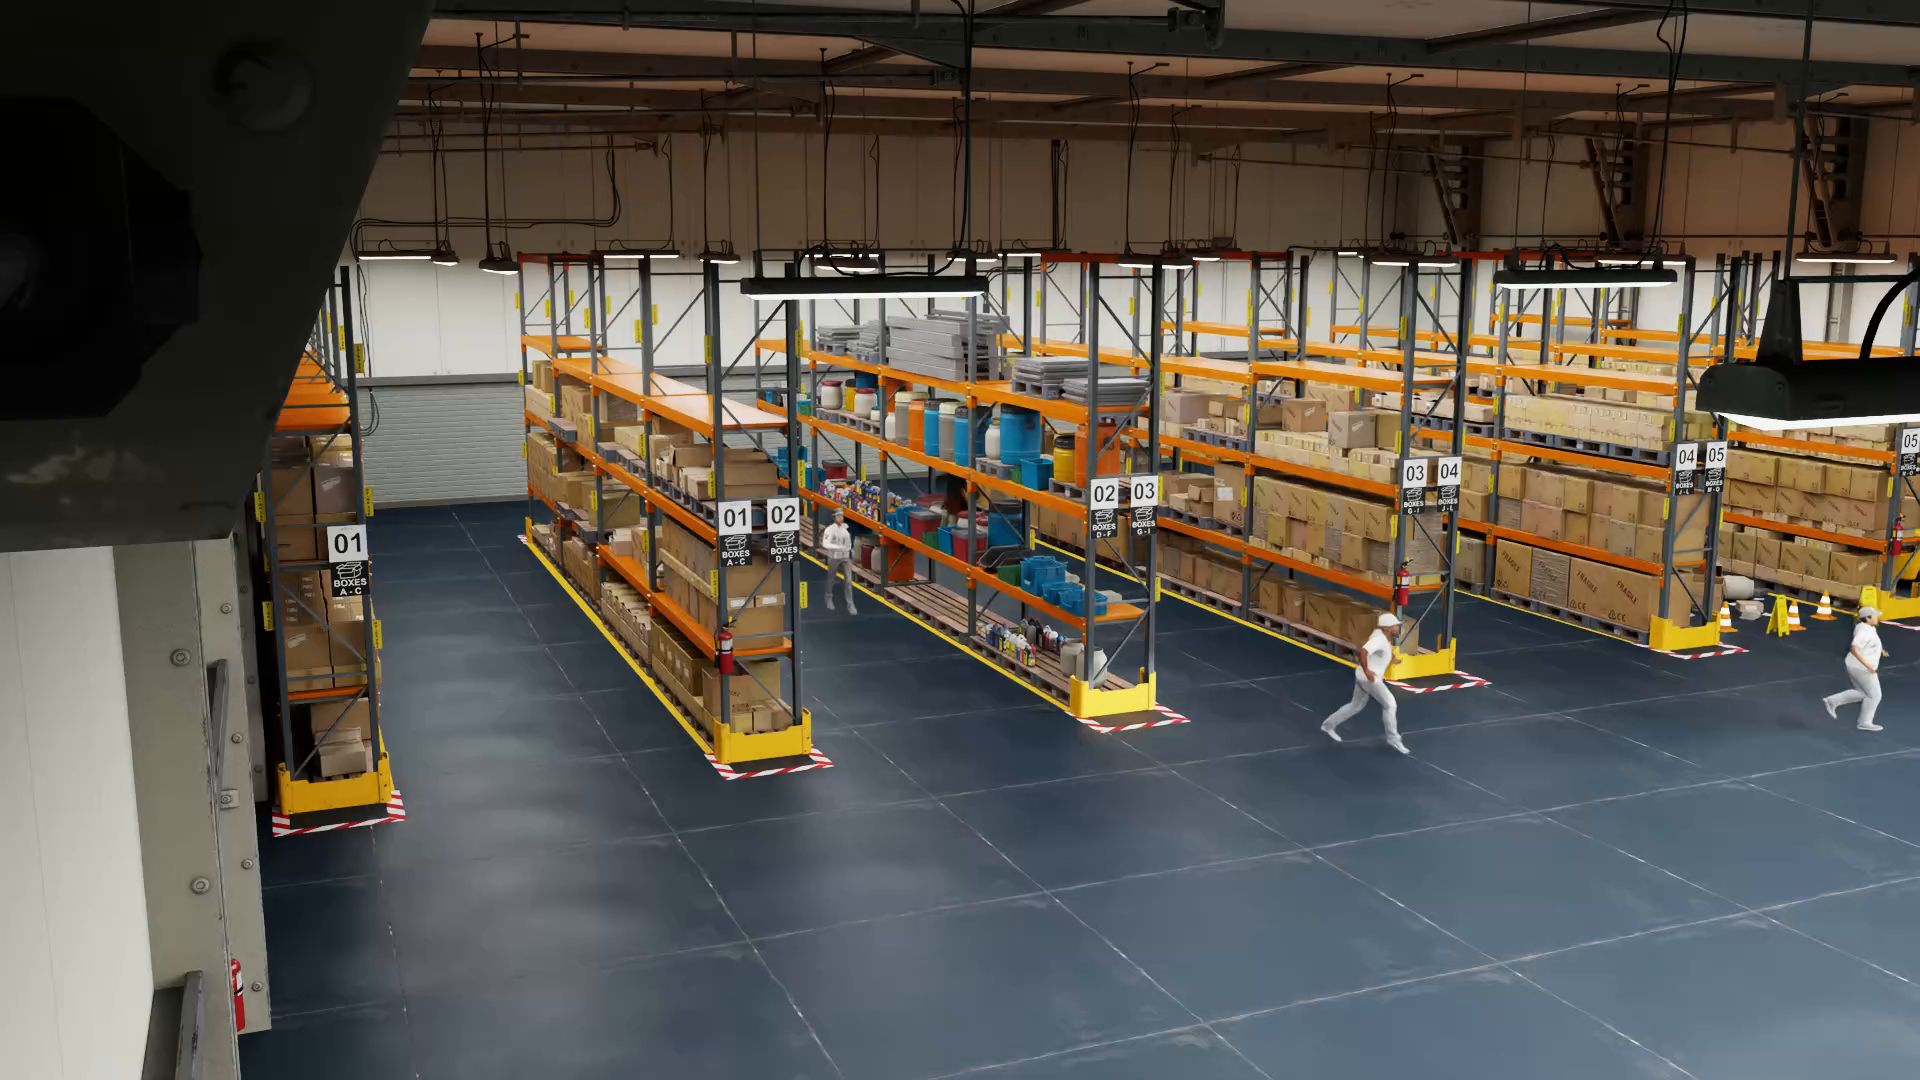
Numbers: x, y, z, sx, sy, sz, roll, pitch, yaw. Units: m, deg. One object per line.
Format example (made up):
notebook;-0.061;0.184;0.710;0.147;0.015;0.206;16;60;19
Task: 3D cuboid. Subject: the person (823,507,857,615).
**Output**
person;-1.943;0.324;26.866;0.603;1.738;0.860;-6;12;-31

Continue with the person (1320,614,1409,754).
person;5.039;1.767;20.598;1.091;1.767;0.700;1;10;4

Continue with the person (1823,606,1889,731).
person;11.610;1.648;21.496;0.711;1.630;0.609;4;11;20
